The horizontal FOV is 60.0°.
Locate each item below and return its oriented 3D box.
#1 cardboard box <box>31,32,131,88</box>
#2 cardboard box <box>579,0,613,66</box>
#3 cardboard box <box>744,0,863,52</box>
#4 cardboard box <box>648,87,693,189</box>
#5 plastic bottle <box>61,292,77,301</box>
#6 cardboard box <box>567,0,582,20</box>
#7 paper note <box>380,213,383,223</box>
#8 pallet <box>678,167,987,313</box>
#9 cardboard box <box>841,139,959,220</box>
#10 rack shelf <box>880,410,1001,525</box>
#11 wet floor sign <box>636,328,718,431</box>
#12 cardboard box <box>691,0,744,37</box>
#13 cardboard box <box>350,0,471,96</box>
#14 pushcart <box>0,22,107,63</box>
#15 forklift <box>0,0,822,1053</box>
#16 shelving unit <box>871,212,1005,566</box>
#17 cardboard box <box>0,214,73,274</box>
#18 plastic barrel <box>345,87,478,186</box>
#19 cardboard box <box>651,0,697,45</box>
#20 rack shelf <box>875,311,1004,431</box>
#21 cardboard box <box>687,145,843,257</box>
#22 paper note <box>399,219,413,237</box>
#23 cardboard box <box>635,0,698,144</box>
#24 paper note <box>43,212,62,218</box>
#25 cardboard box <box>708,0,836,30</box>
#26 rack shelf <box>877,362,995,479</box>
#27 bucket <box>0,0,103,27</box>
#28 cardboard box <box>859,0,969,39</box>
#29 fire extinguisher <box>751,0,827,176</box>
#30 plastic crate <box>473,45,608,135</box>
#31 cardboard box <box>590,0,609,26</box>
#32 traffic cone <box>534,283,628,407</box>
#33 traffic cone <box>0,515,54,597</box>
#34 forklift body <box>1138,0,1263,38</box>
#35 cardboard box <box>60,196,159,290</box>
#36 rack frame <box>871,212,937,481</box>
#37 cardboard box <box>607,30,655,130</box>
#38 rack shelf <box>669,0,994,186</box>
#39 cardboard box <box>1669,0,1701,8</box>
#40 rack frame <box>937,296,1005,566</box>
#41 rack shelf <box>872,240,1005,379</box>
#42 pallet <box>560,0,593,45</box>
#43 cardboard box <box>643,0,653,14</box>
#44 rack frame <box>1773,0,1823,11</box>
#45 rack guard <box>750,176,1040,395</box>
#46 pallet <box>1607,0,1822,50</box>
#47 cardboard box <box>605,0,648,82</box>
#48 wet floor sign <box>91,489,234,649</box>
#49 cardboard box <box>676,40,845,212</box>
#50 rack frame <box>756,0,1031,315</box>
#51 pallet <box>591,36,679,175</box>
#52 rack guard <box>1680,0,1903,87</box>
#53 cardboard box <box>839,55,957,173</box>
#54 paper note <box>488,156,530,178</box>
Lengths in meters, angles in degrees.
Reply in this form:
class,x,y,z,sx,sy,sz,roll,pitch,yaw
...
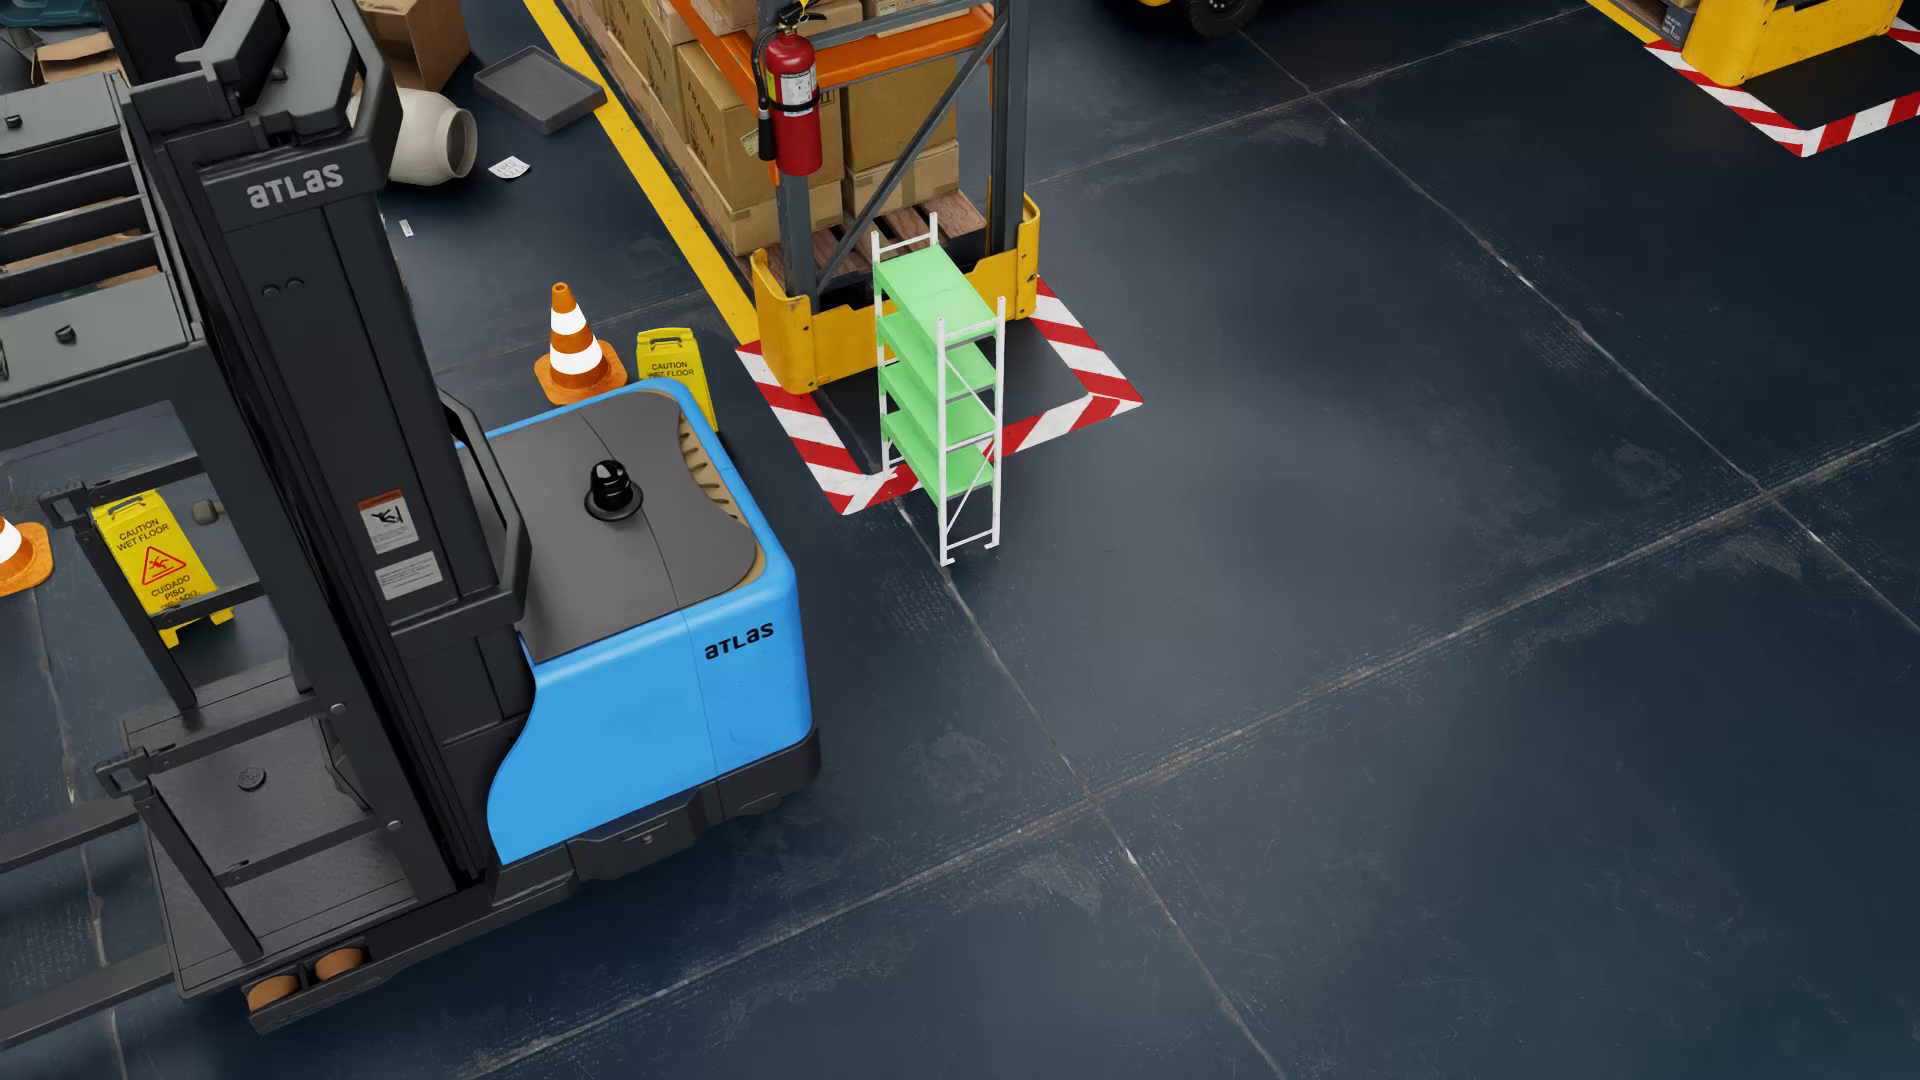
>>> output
class,x,y,z,sx,sy,sz,roll,pitch,yaw
cardboard box,-3.706,-1.977,7.554,0.797,0.637,0.503,-21,52,-18
cardboard box,-1.517,-2.542,8.028,0.500,0.250,0.500,-22,52,-18
cardboard box,-0.577,-1.921,6.104,0.380,0.149,0.250,-20,52,-16
cardboard box,-1.055,-1.858,7.430,0.500,0.250,0.500,-21,52,-17
plastic bottle,-3.755,-0.956,7.045,0.283,0.061,0.133,35,57,27
cardboard box,-1.762,-2.896,8.338,0.500,0.250,0.500,-18,51,-15
paper note,-2.674,-1.413,7.473,0.148,0.019,0.142,-5,49,-5
pallet,-0.591,-1.516,7.436,1.003,0.211,1.213,-21,52,-18
cardboard box,-0.339,-1.695,7.288,0.500,0.250,0.500,-22,52,-18
rack shelf,-0.076,-0.306,6.124,0.258,0.148,0.480,-21,52,-18
wet floor sign,-1.081,-0.556,6.308,0.267,0.644,0.232,-5,49,-5
cardboard box,-0.792,-2.052,6.219,0.380,0.149,0.250,-22,52,-18
cardboard box,-2.766,-2.496,8.100,0.500,0.500,0.500,10,50,8
pushcart,-4.051,-2.822,8.468,0.936,0.377,1.648,35,57,27
forklift,-2.008,0.031,4.276,3.031,2.935,1.130,-21,52,-18
shelving unit,-0.076,-0.506,5.895,0.258,1.200,0.503,-21,52,-18
cardboard box,-3.977,-1.316,7.224,0.396,0.266,0.258,-13,50,-11
plastic barrel,-2.507,-1.840,7.578,0.512,0.421,0.421,10,50,8
cardboard box,-1.042,-2.190,6.791,0.380,0.149,0.250,-20,52,-16
rack shelf,-0.076,-0.622,5.763,0.258,0.148,0.480,-21,52,-18
cardboard box,-0.836,-1.525,7.138,0.500,0.250,0.500,-21,52,-18
paper note,-2.488,-1.402,7.470,0.032,0.001,0.123,-21,52,-18
cardboard box,-1.056,-2.102,7.145,0.500,0.500,0.500,-19,52,-16
paper note,-4.153,-1.473,7.523,0.172,0.023,0.155,-5,49,-5
cardboard box,-0.709,-2.226,5.940,0.500,0.500,0.500,-22,52,-18
rack shelf,-0.076,-0.464,5.943,0.258,0.148,0.480,-21,52,-18
bucket,-4.289,-2.857,7.921,0.726,0.611,0.620,-5,39,-5
cardboard box,-0.187,-2.043,6.211,0.380,0.149,0.250,-21,52,-17
fire extinguisher,-0.573,-1.566,5.679,0.296,0.674,0.183,-21,52,-18
plastic crate,-2.057,-2.210,8.130,0.583,0.080,0.402,35,57,27
cardboard box,-1.525,-2.795,7.751,0.500,0.500,0.500,-19,51,-16
traffic cone,-1.560,-0.835,6.673,0.336,0.463,0.334,-21,52,-18
traffic cone,-3.552,-0.064,5.998,0.336,0.463,0.334,-21,52,-18
forklift body,1.706,-3.901,8.233,2.313,2.155,1.214,-21,52,-18
cardboard box,-3.271,-1.309,7.060,0.637,0.503,0.797,18,51,15
rack frame,-0.187,-0.669,6.038,0.240,1.200,0.015,-21,52,-18
cardboard box,-1.300,-2.206,7.735,0.500,0.250,0.500,-23,53,-19
rack shelf,-1.131,-2.929,7.297,1.077,0.370,4.000,-21,52,-18
cardboard box,3.700,-2.978,8.410,0.500,0.250,0.500,-21,52,-17
rack frame,0.036,-0.342,5.752,0.240,1.200,0.015,-21,52,-18
rack shelf,-0.076,-0.780,5.582,0.258,0.148,0.480,-21,52,-18
pallet,-1.708,-3.149,8.864,1.003,0.211,1.213,-21,52,-18
cardboard box,-1.154,-2.359,6.939,0.380,0.149,0.250,-20,52,-17
rack frame,4.196,-3.539,7.353,1.000,3.000,0.127,-21,52,-18
rack guard,-0.251,-1.055,6.841,1.175,0.500,0.348,-21,52,-18
pallet,3.809,-3.119,8.837,1.003,0.211,1.213,-21,52,-18
cardboard box,-1.281,-2.442,7.442,0.500,0.500,0.500,-22,52,-18
wet floor sign,-2.797,0.058,5.771,0.267,0.644,0.232,-30,55,-23
cardboard box,-0.815,-1.753,6.840,0.500,0.500,0.500,-21,52,-17
rack frame,-0.216,-1.827,5.855,1.000,3.000,0.127,-21,52,-18
pallet,-1.146,-2.331,8.149,1.003,0.211,1.213,-21,52,-18
rack guard,4.207,-2.700,8.280,1.175,0.500,0.348,-21,52,-18
cardboard box,-0.351,-1.958,7.019,0.500,0.500,0.500,-23,53,-19
paper note,-2.099,-1.738,7.749,0.148,0.019,0.142,35,57,27
